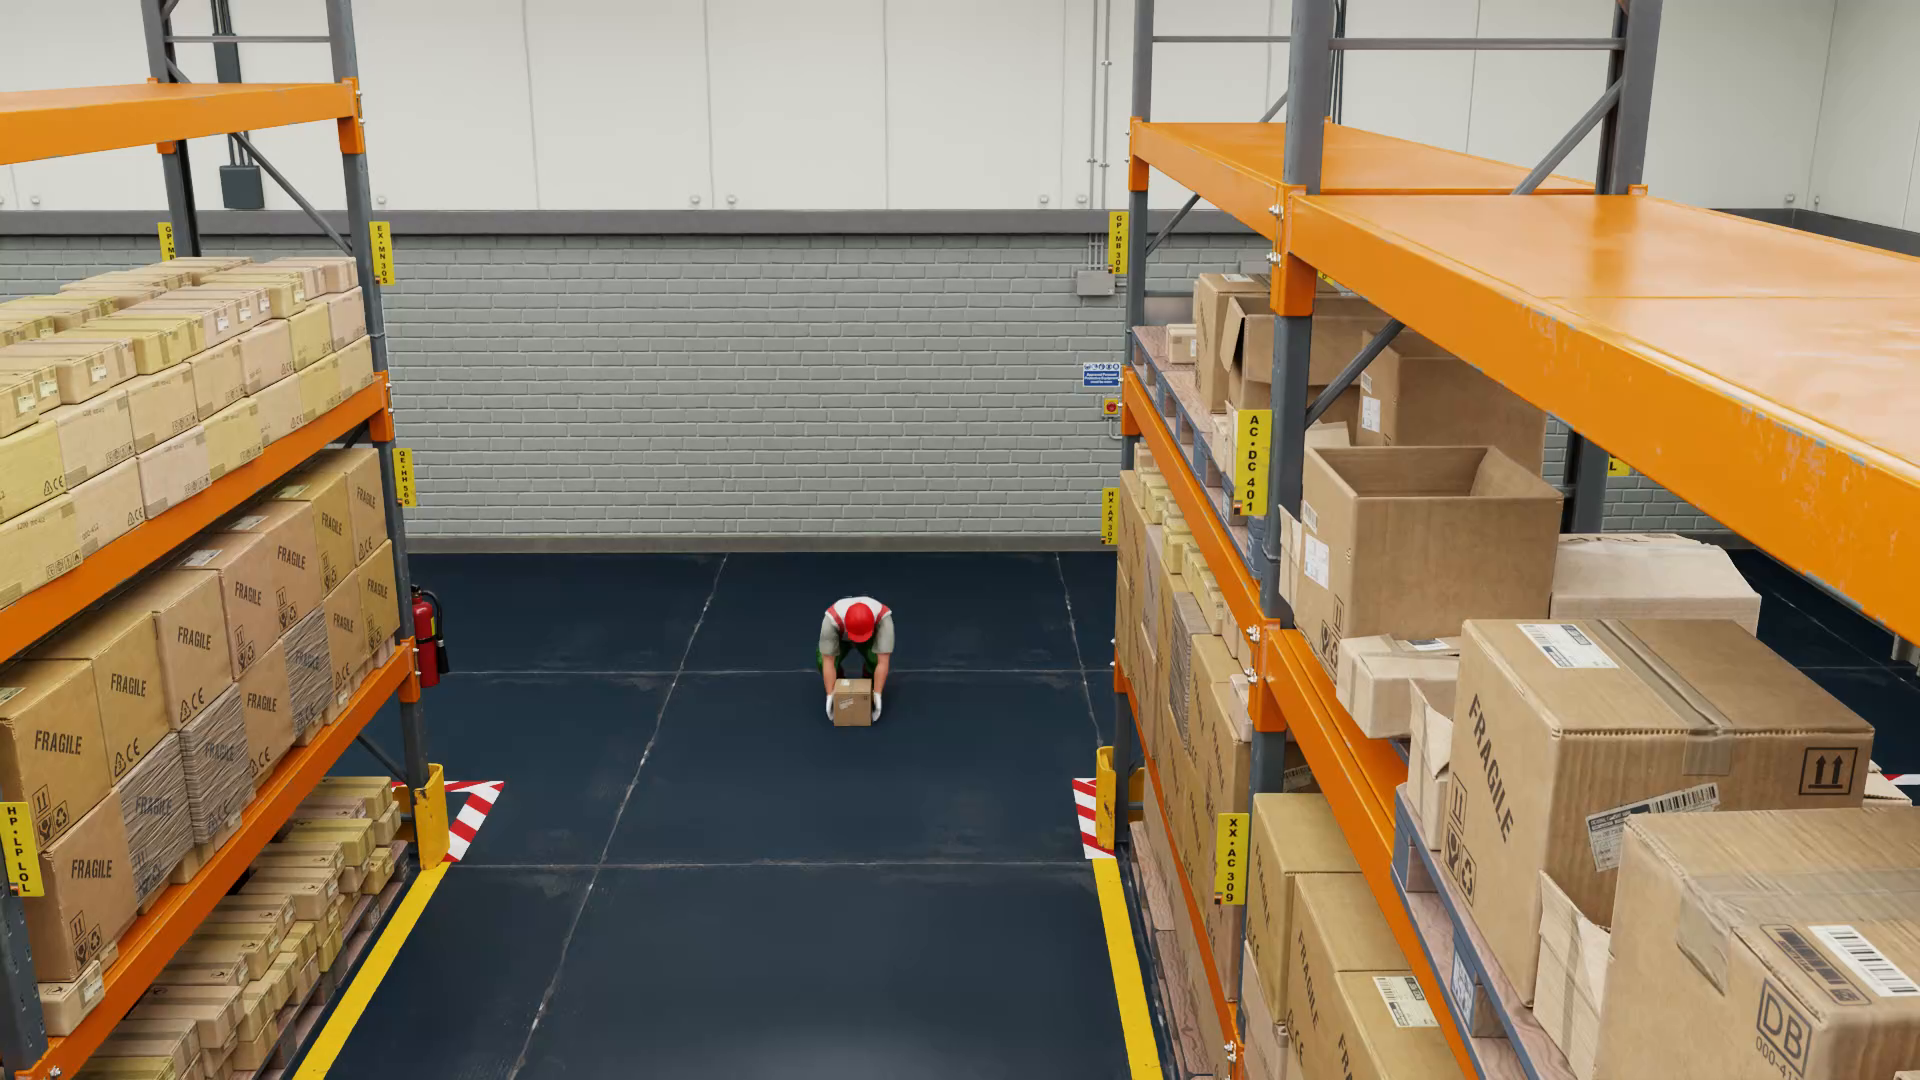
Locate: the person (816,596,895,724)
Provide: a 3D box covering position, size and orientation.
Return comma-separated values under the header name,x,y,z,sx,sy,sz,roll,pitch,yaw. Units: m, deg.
name,x,y,z,sx,sy,sz,roll,pitch,yaw
person,-0.734,0.748,11.687,0.563,0.880,0.890,0,17,-1
